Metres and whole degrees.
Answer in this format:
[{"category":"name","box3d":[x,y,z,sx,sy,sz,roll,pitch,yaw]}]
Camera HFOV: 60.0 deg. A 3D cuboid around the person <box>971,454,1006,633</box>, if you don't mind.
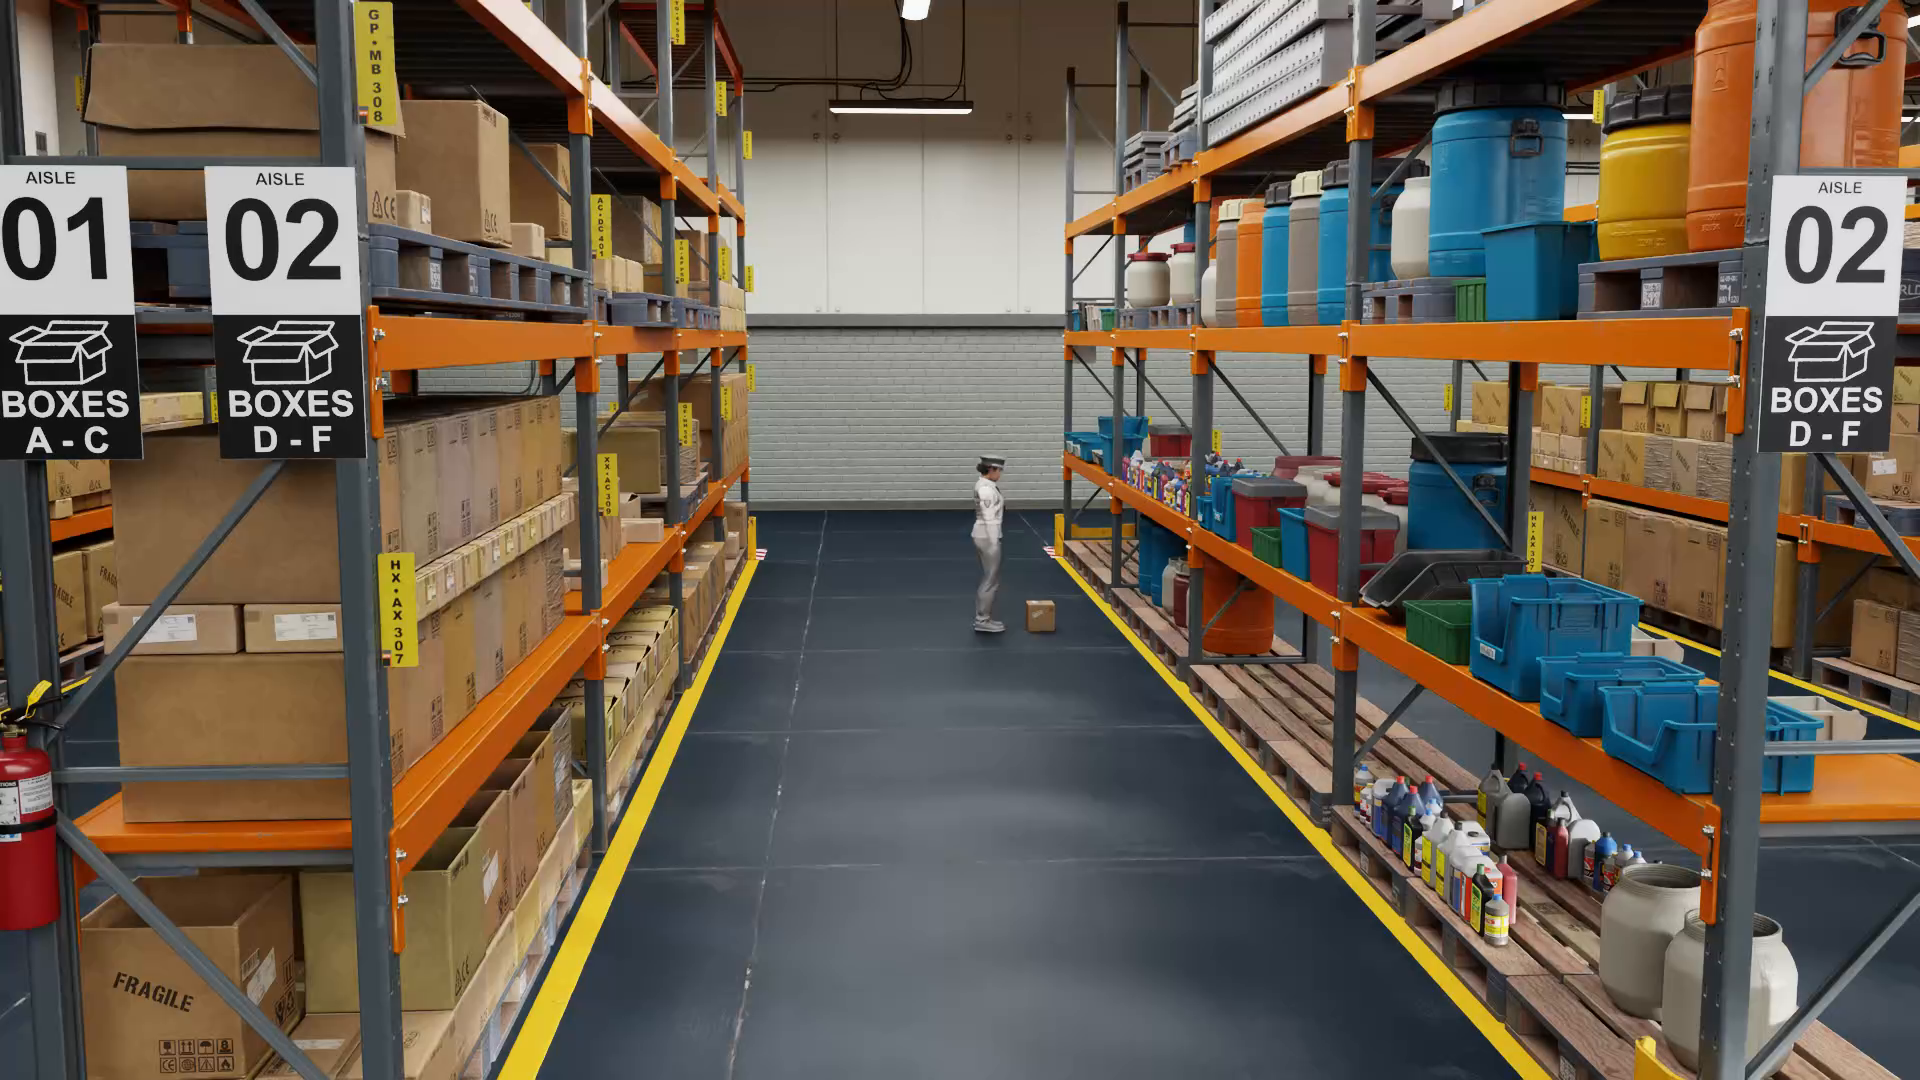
[{"category":"person","box3d":[0.268,0.024,15.603,0.327,1.660,0.475,0,7,-3]}]
